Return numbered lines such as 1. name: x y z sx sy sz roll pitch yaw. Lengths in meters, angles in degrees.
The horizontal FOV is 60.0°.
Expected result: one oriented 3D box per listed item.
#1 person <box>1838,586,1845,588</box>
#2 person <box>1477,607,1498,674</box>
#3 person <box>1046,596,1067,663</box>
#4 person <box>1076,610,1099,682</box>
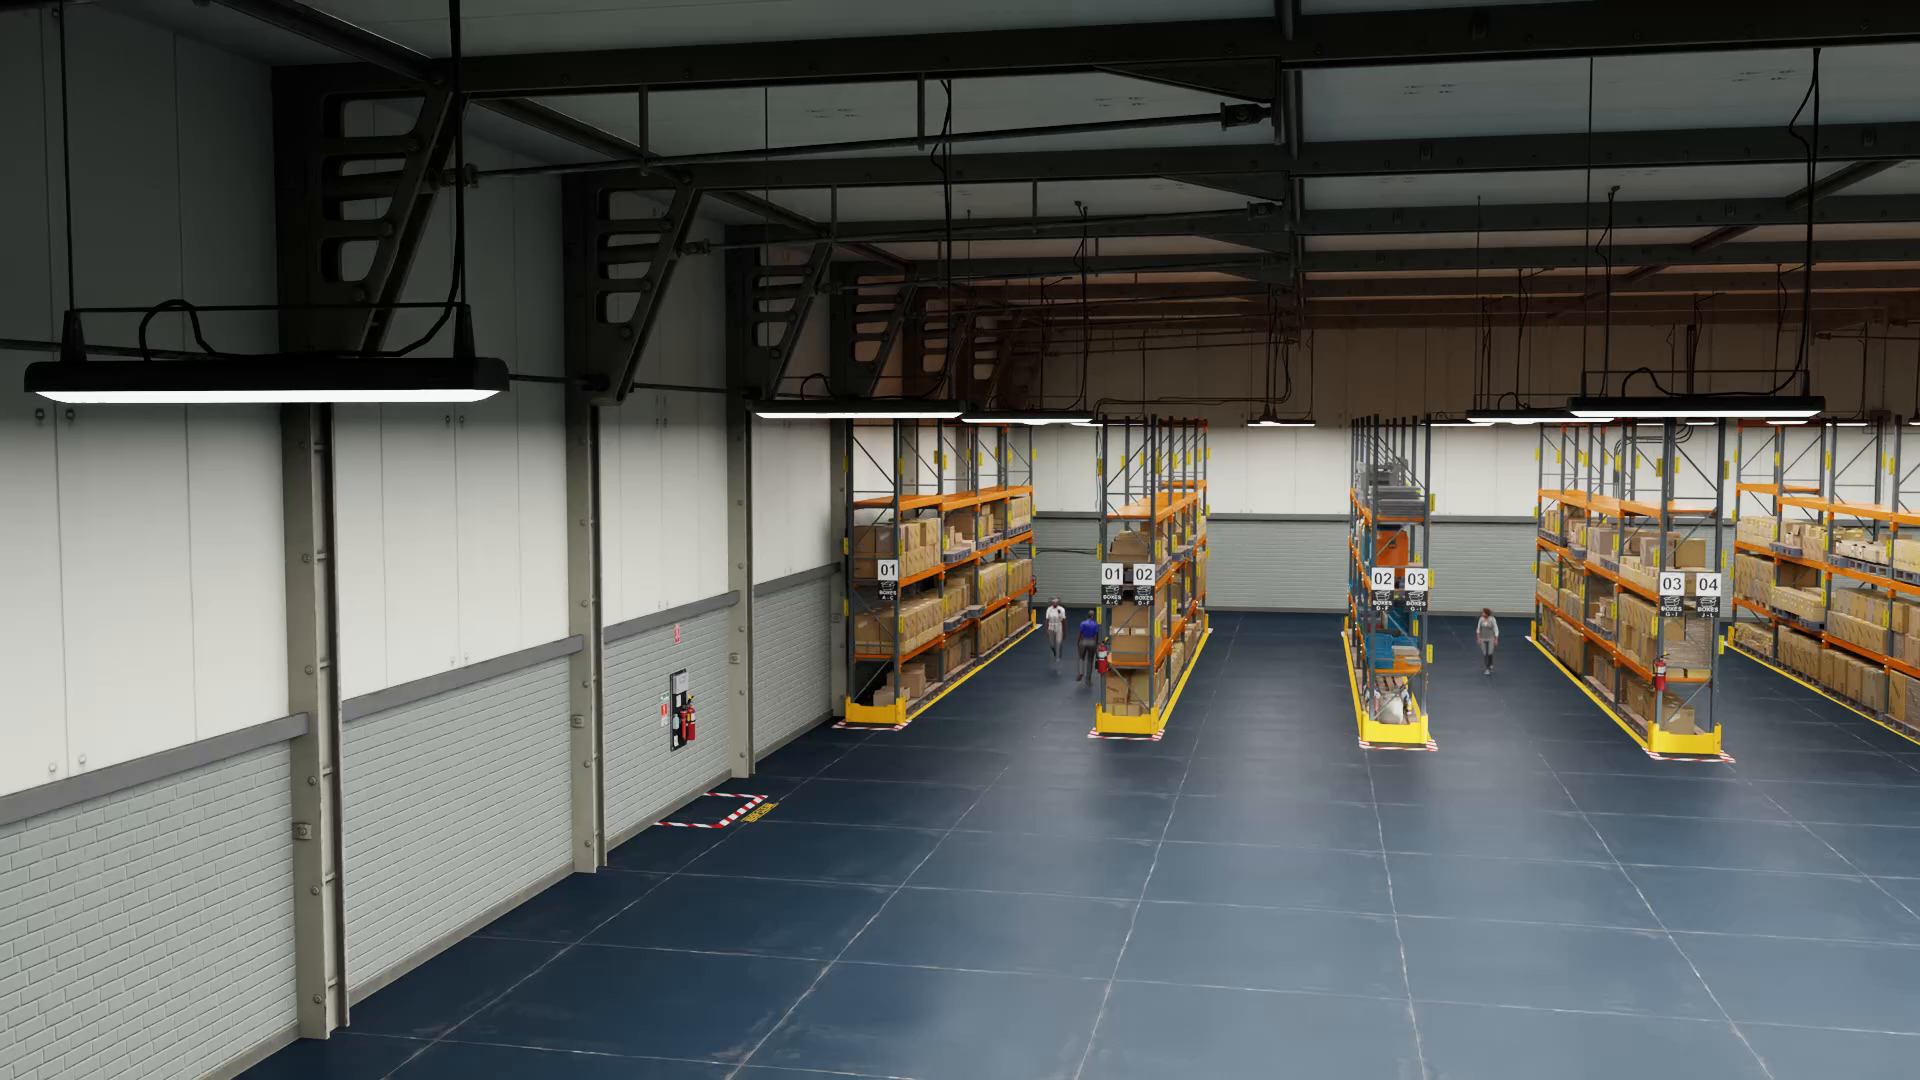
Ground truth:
1. person: 22.531 2.050 42.505 0.575 1.767 0.404 -1 4 -21
2. person: 12.336 2.354 38.896 0.485 1.576 0.440 2 4 29
3. person: 2.244 2.080 39.128 0.466 1.529 1.023 1 4 17
4. person: 2.889 2.392 37.587 0.525 1.635 0.477 0 4 3
